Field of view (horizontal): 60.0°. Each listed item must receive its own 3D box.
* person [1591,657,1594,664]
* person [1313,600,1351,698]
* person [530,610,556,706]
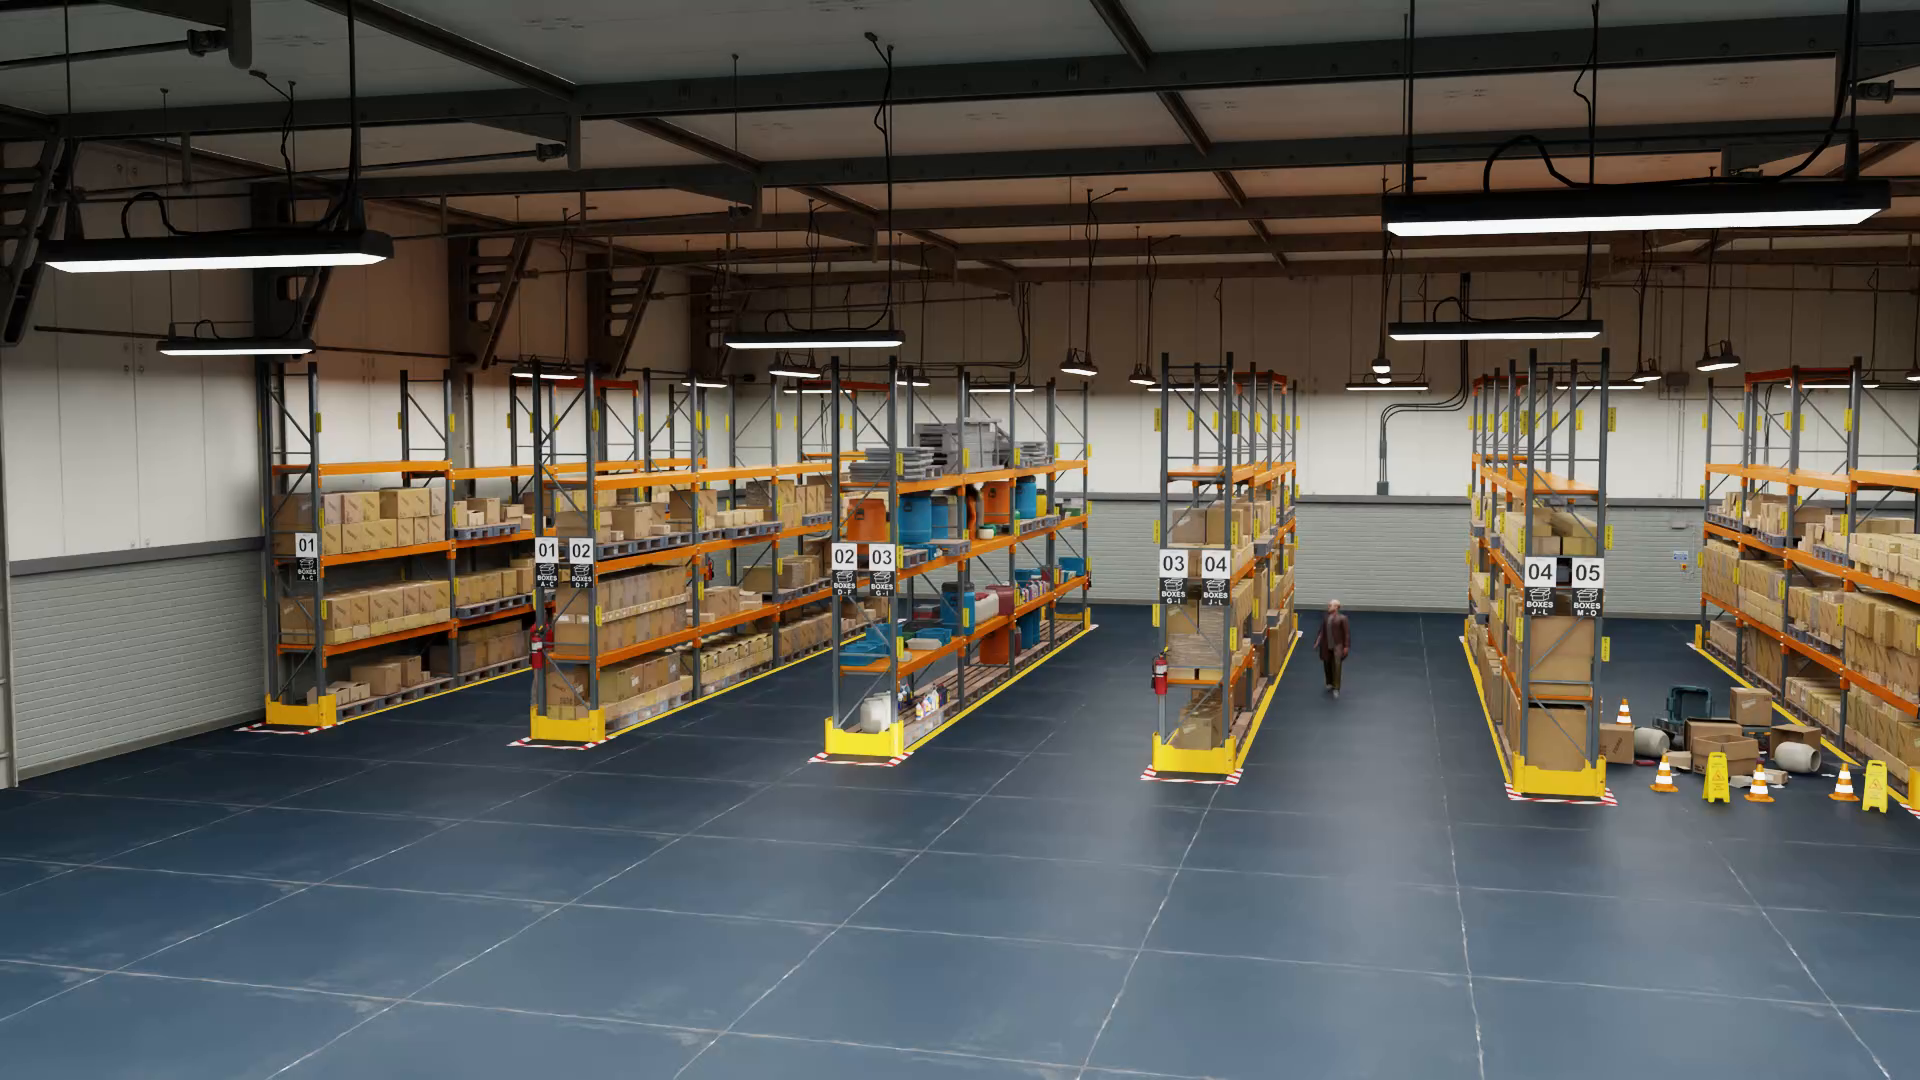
[{"bbox_3d":[12.967,1.786,34.514,0.586,1.583,0.442,2,5,31],"label":"person"},{"bbox_3d":[6.834,1.966,30.581,0.675,1.742,1.066,1,4,15],"label":"person"},{"bbox_3d":[-7.404,2.110,29.616,0.412,1.801,0.632,3,5,33],"label":"person"}]
